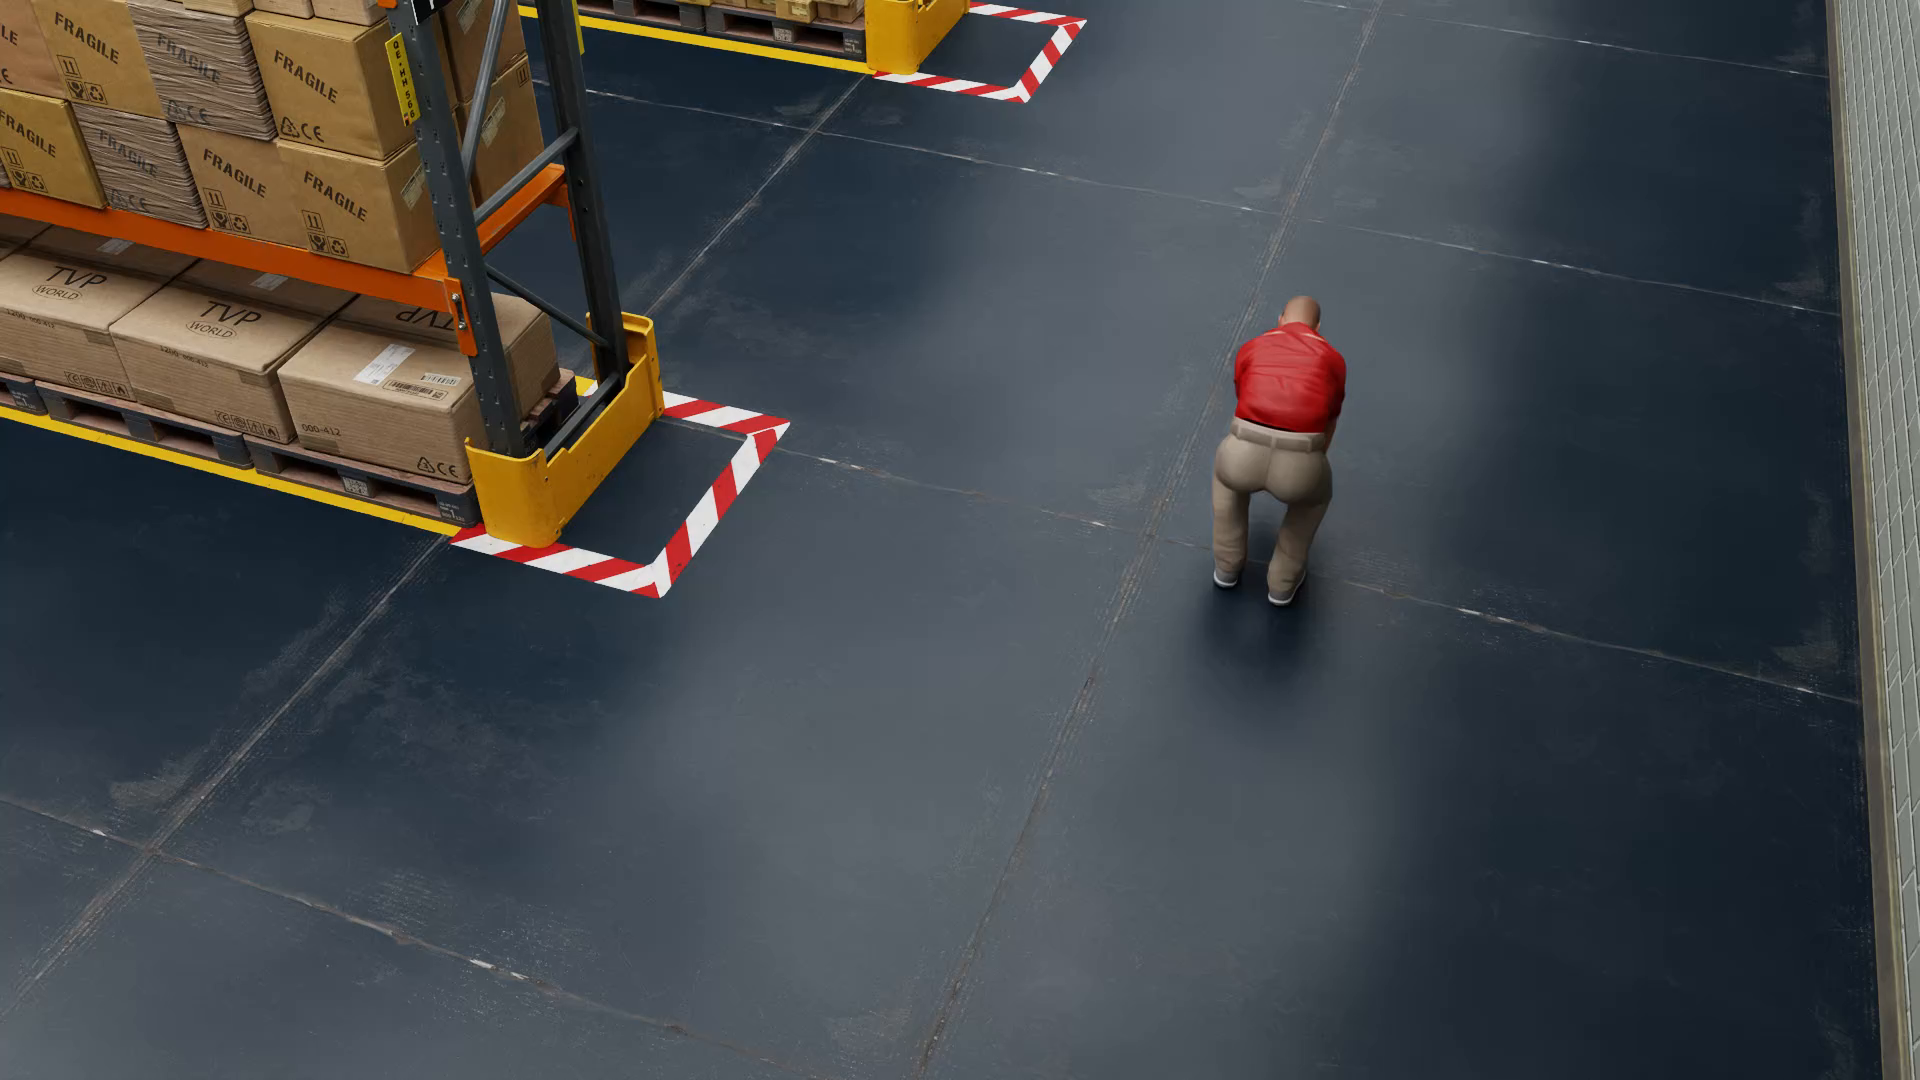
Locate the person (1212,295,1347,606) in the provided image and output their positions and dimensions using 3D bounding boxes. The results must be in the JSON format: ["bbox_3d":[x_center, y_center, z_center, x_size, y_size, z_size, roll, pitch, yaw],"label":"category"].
[{"bbox_3d":[1.348,-0.356,7.056,0.511,1.102,0.941,12,43,13],"label":"person"}]
